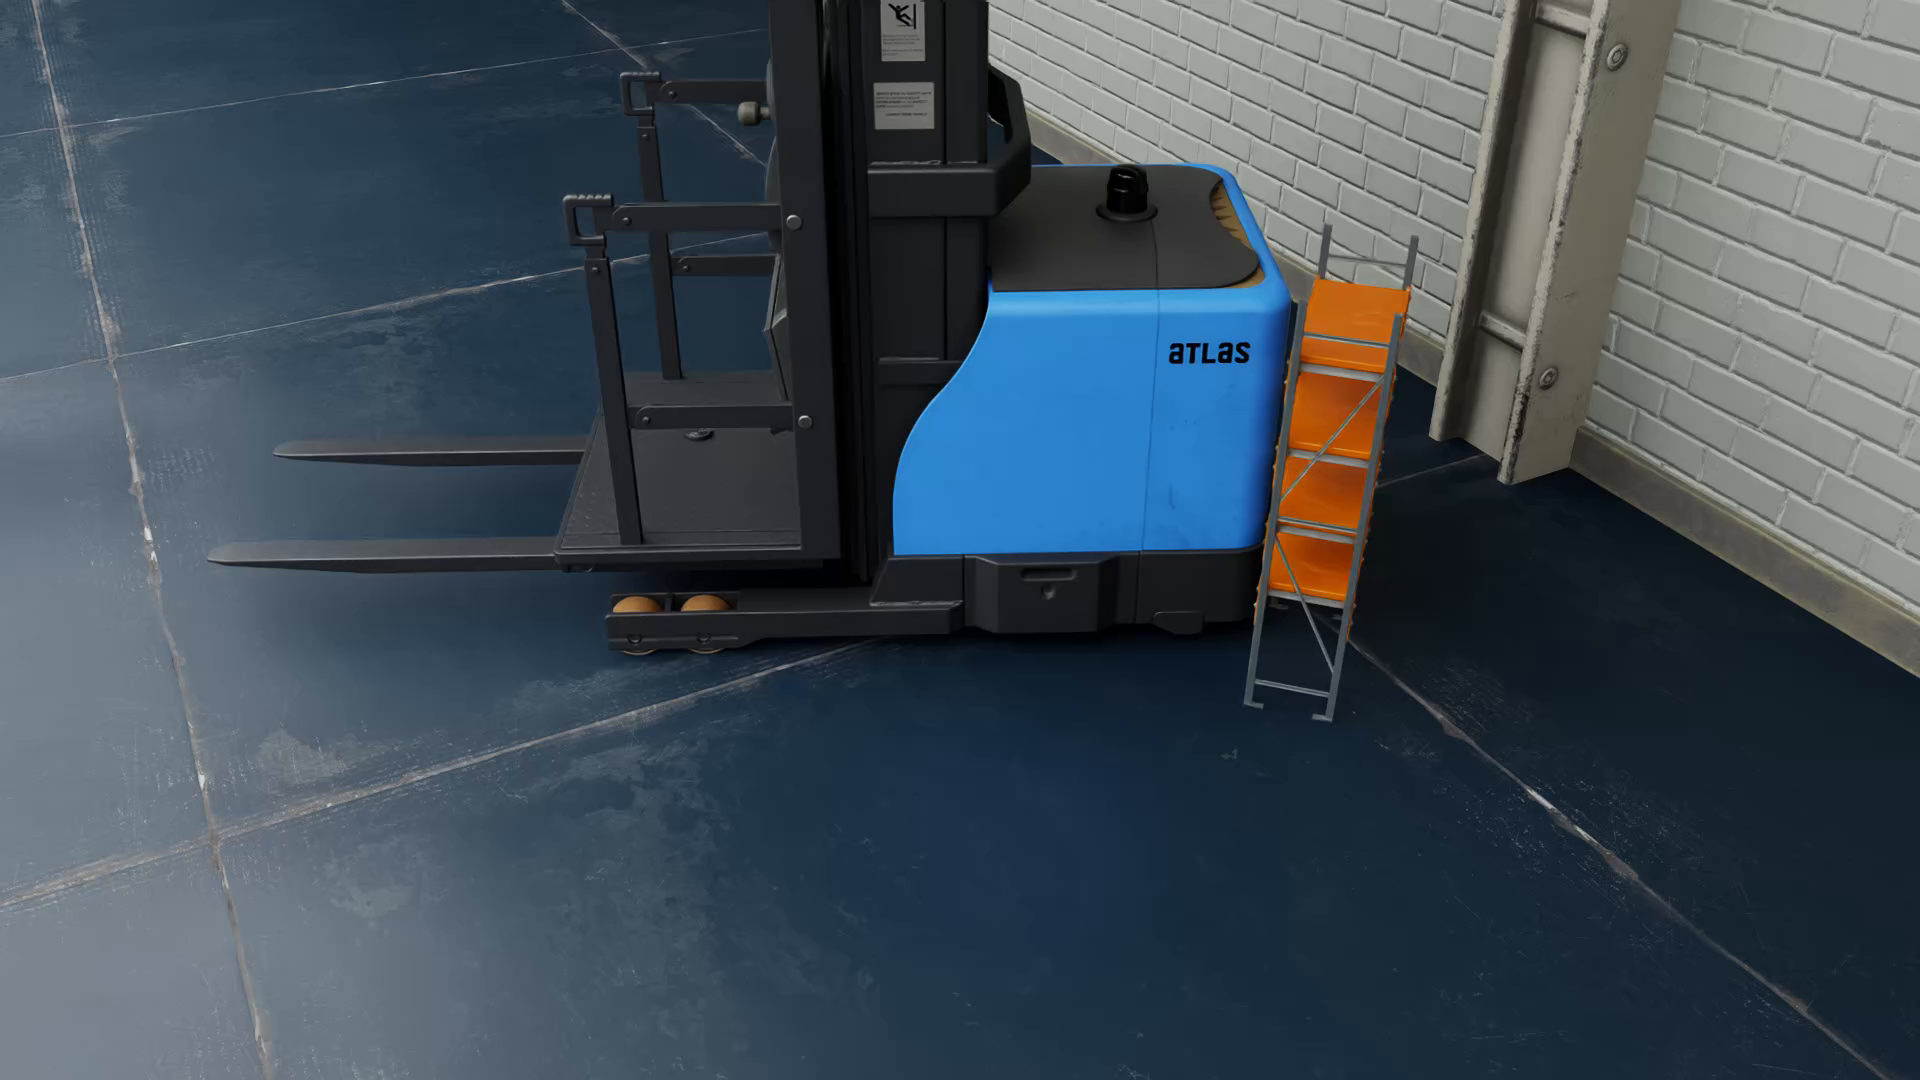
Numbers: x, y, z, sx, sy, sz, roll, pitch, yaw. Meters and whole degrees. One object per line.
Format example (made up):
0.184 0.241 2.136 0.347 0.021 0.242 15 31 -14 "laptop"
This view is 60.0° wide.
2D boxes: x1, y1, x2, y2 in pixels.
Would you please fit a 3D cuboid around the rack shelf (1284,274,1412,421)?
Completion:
0.978 -0.492 4.173 0.258 0.148 0.480 10 34 14 "rack shelf"

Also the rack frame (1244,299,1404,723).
0.899 -0.036 4.190 0.240 1.200 0.015 10 34 14 "rack frame"

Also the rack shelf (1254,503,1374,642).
0.968 0.061 4.531 0.258 0.148 0.480 10 34 14 "rack shelf"

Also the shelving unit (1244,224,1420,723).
0.972 -0.162 4.386 0.258 1.200 0.503 10 34 14 "shelving unit"

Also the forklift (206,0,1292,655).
-0.653 -1.197 4.401 3.031 2.935 1.130 -1 33 -2 "forklift"

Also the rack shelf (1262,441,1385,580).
0.971 -0.105 4.423 0.258 0.148 0.480 10 34 14 "rack shelf"

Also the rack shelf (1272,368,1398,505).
0.974 -0.293 4.301 0.258 0.148 0.480 10 34 14 "rack shelf"

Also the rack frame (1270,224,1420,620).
1.044 -0.287 4.582 0.240 1.200 0.015 10 34 14 "rack frame"

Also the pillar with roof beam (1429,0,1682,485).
-1.942 -3.020 1.622 9.100 9.000 0.400 -16 36 -23 "pillar with roof beam"
